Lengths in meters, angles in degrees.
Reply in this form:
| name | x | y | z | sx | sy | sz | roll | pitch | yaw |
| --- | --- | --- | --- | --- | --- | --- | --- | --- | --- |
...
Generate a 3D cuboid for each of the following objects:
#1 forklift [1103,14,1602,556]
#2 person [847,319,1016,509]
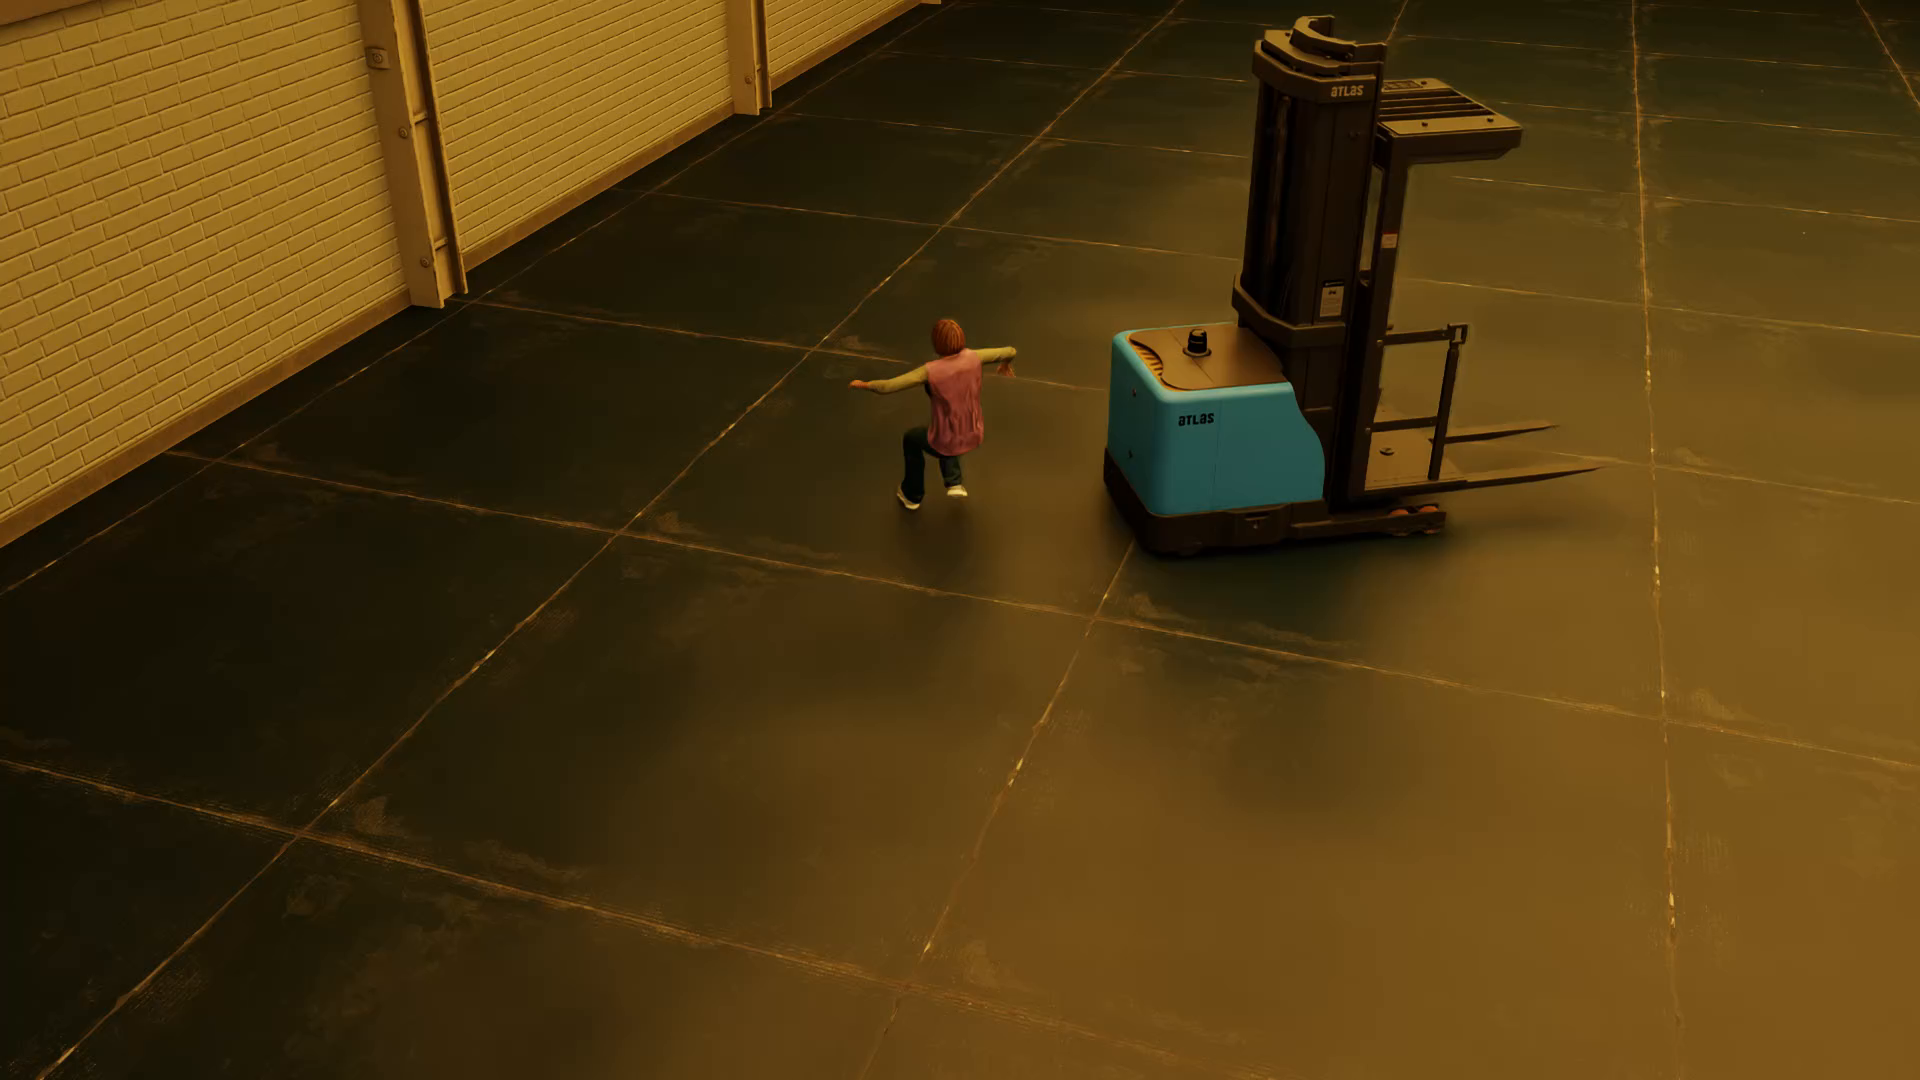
| name | x | y | z | sx | sy | sz | roll | pitch | yaw |
| --- | --- | --- | --- | --- | --- | --- | --- | --- | --- |
| forklift | 2.488 | -1.542 | 9.841 | 3.031 | 2.935 | 1.130 | -6 | 30 | -11 |
| person | -0.148 | -0.770 | 10.033 | 0.999 | 1.381 | 0.746 | -17 | 34 | -27 |
